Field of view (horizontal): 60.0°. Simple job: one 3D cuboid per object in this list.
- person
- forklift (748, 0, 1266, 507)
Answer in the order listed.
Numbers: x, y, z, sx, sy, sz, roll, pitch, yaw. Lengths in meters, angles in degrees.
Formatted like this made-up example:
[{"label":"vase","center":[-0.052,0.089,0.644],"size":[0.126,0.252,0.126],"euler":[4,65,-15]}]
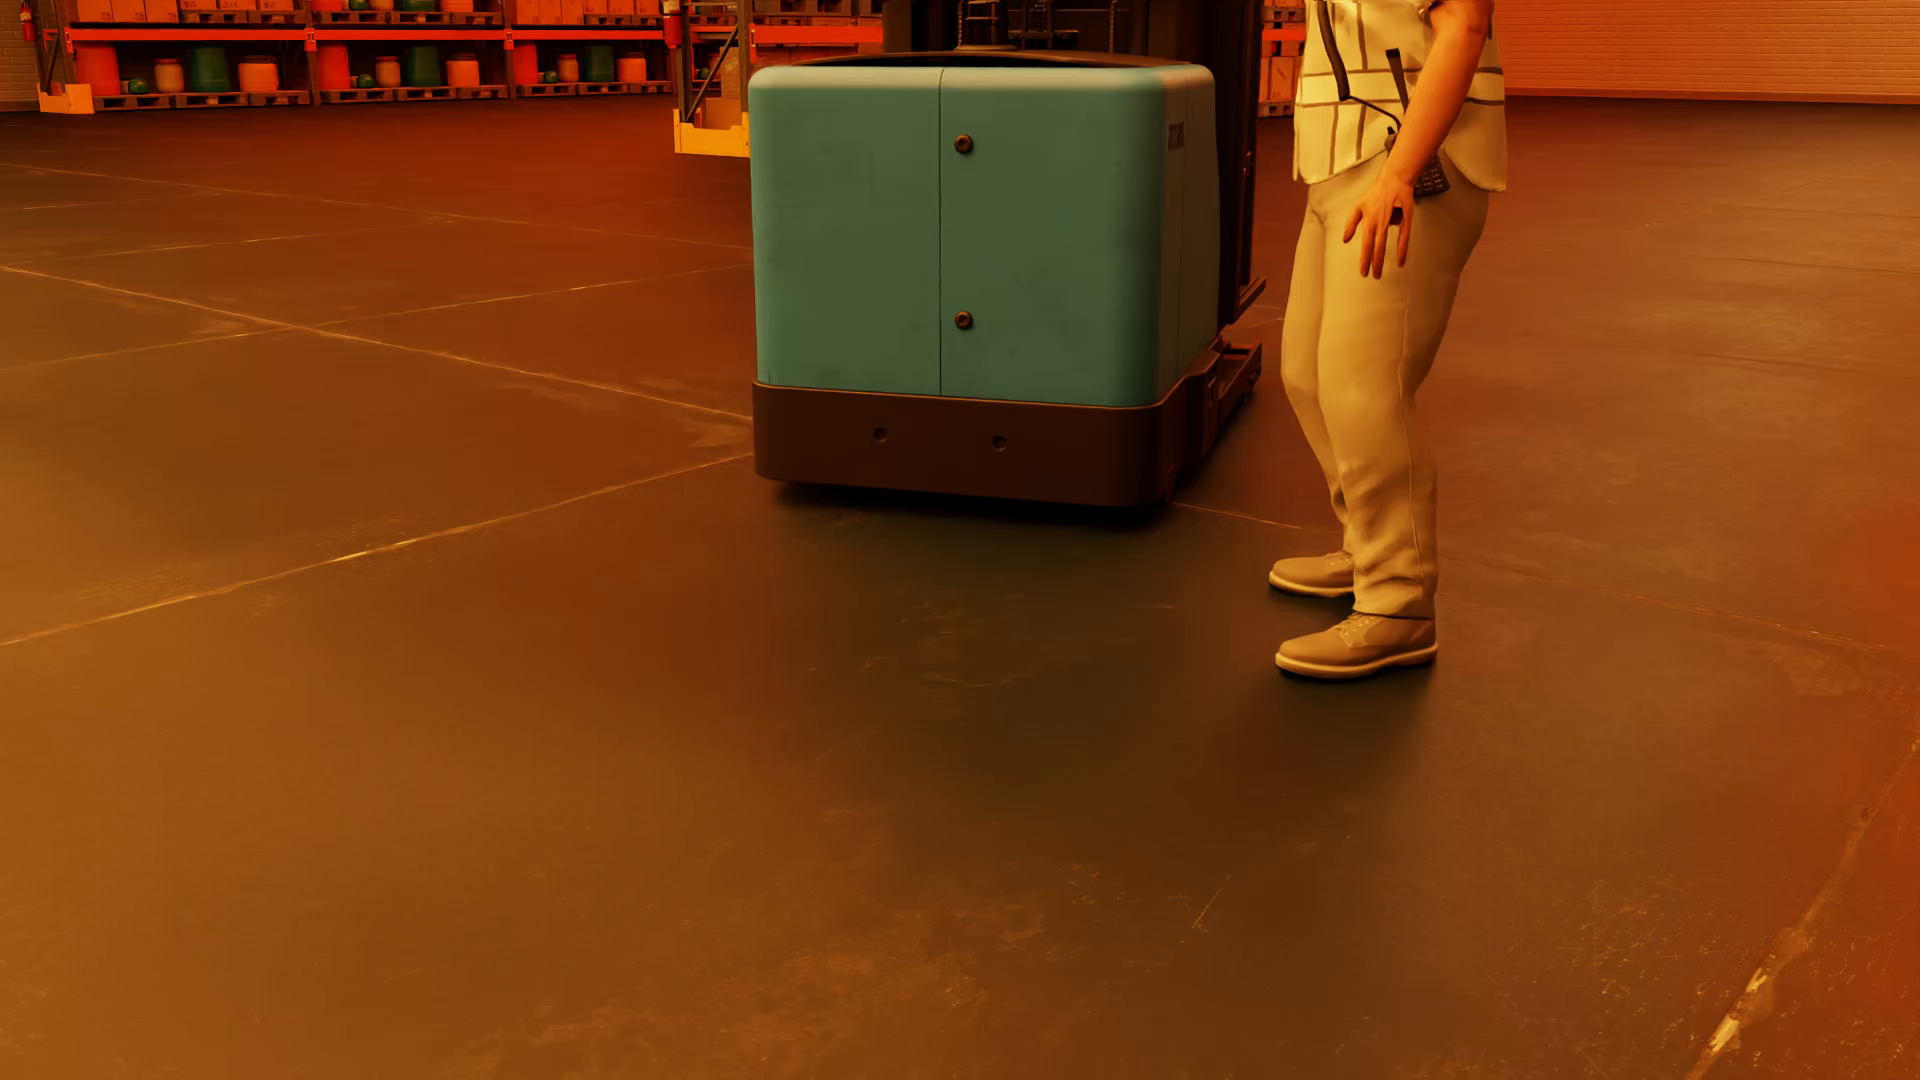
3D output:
[{"label":"person","center":[0.805,-0.674,3.202],"size":[0.440,1.721,0.787],"euler":[0,17,-1]},{"label":"forklift","center":[0.386,-1.868,5.050],"size":[1.130,2.935,3.031],"euler":[5,18,16]}]
